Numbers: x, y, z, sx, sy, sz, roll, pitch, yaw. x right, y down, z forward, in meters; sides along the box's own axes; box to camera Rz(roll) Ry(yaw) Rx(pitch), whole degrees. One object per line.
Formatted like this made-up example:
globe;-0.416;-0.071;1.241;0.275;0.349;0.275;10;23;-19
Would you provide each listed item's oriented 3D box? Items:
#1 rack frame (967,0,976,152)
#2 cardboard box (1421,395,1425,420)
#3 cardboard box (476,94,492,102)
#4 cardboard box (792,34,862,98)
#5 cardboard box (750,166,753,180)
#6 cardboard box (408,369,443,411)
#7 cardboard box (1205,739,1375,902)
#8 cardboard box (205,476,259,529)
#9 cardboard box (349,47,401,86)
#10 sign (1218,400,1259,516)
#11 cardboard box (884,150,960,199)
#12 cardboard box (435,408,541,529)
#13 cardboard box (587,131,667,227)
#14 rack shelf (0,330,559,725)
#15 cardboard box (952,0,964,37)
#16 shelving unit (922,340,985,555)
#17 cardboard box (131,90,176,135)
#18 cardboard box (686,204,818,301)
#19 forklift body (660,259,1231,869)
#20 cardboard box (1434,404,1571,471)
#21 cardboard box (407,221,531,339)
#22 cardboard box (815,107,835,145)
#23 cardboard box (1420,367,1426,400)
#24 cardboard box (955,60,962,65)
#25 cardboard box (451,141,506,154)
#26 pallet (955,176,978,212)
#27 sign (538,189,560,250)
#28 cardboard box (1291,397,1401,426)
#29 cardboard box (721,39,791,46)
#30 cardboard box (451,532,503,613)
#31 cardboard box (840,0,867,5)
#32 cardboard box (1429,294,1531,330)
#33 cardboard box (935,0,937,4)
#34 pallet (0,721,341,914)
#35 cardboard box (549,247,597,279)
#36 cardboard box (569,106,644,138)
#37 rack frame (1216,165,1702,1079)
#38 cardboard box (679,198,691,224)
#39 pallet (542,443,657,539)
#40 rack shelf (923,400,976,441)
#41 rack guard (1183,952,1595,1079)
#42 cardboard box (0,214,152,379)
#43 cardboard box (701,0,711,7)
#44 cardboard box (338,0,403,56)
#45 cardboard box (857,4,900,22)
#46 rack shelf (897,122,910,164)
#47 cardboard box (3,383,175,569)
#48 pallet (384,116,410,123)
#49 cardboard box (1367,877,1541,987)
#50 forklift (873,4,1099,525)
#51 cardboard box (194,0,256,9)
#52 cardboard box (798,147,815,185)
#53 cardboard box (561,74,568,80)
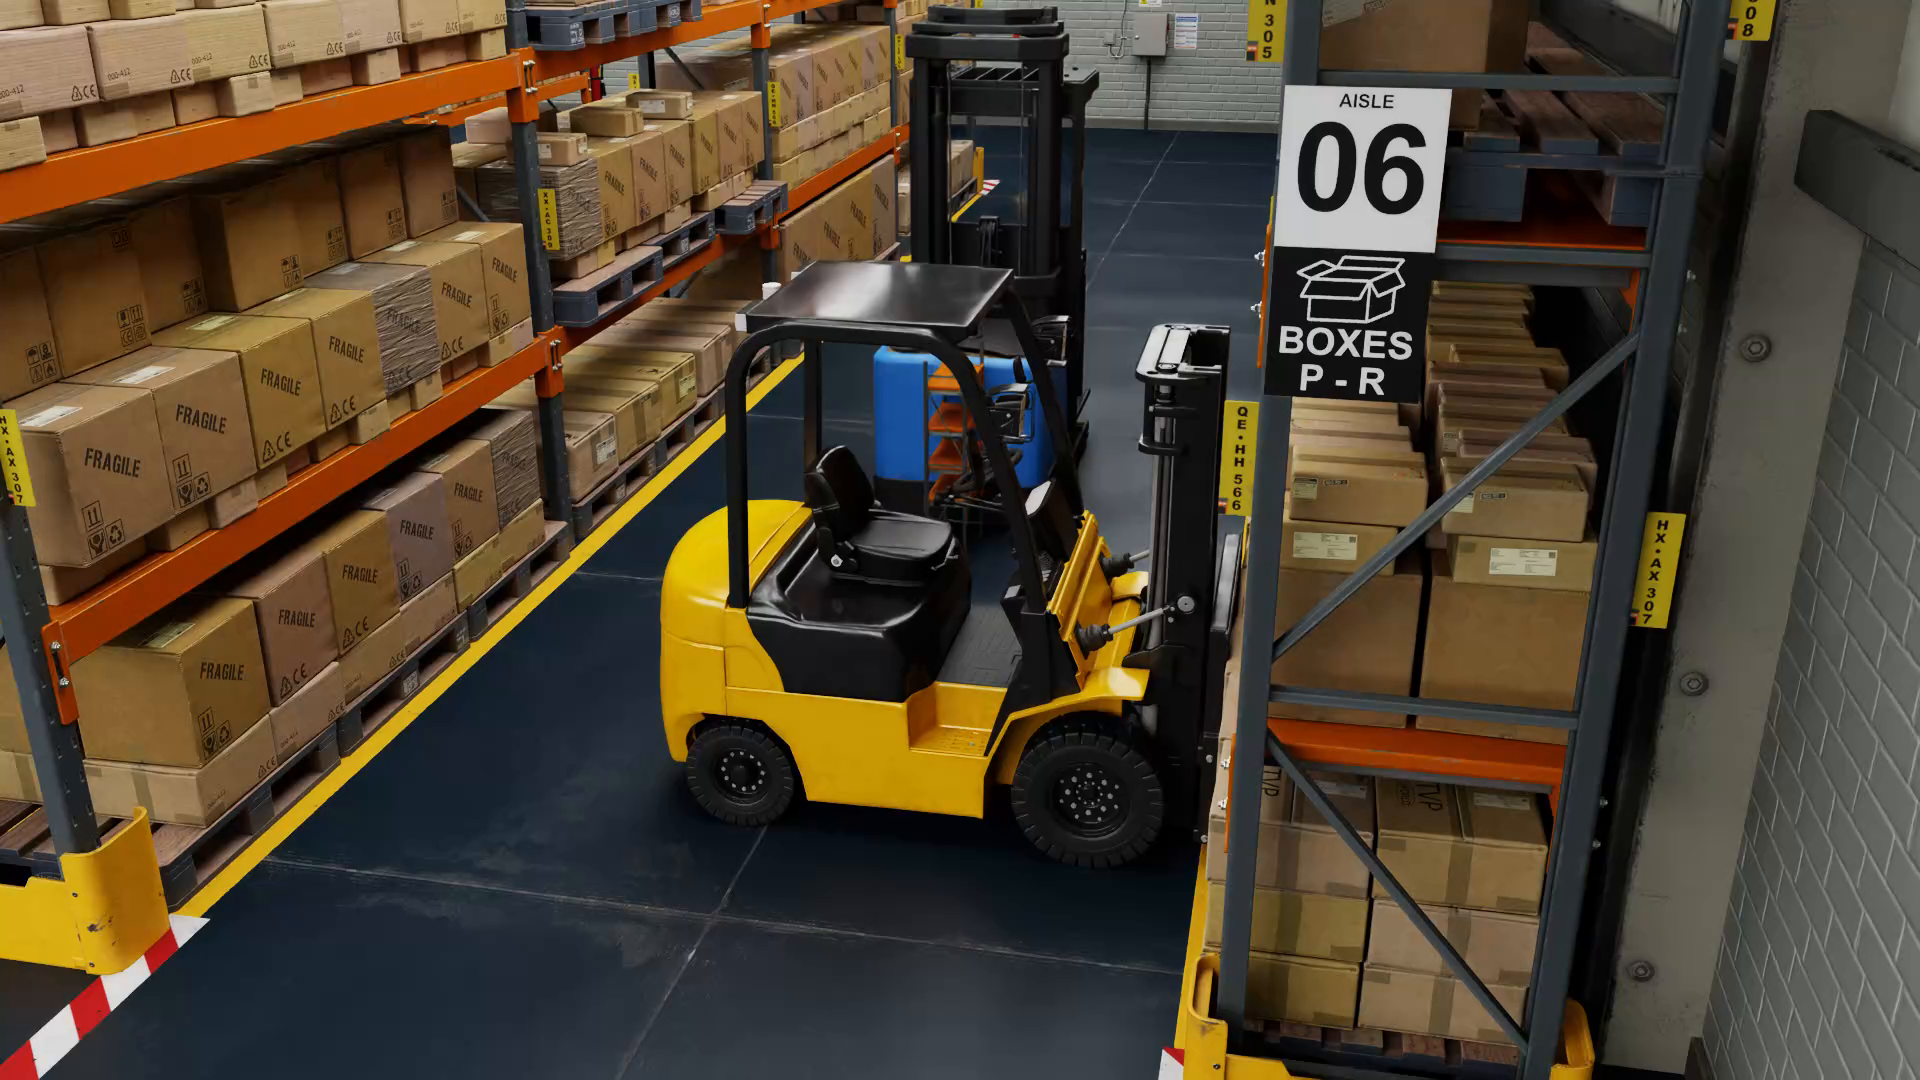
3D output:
rack frame;-0.307;-5.755;20.127;1.000;3.000;0.127;4;22;11
cardboard box;1.956;-0.293;6.432;0.500;0.500;0.500;5;22;12
cardboard box;-5.452;-4.982;18.545;0.380;0.149;0.250;5;22;12
cardboard box;-1.189;-4.246;14.908;0.500;0.500;0.500;5;23;13
cardboard box;-1.776;-2.769;12.489;0.380;0.149;0.250;5;23;13
cardboard box;-2.727;-0.737;8.004;0.380;0.149;0.250;4;22;10
cardboard box;1.077;0.899;5.387;0.500;0.250;0.500;5;23;13
cardboard box;-3.032;-0.169;6.593;0.380;0.149;0.250;5;22;12
cardboard box;-2.745;-2.127;7.441;0.380;0.149;0.250;5;22;12
sign;0.760;-0.220;4.517;0.100;0.325;0.005;4;22;11
cardboard box;-0.522;-4.177;19.077;0.875;0.438;0.875;5;22;12
cardboard box;-2.614;-0.396;8.937;0.500;0.500;0.500;4;22;10
cardboard box;-2.163;-2.258;10.350;0.500;0.500;0.500;4;22;11
rack shelf;-3.164;-0.301;7.549;1.077;0.370;4.000;4;22;11
cardboard box;-0.250;-5.877;18.959;0.500;0.500;0.500;5;22;11
shelving unit;-0.032;-0.499;9.486;0.258;1.200;0.503;4;22;11
cardboard box;-3.106;-1.564;6.043;0.380;0.149;0.250;4;22;11
cardboard box;-1.717;-2.284;13.793;0.875;0.875;0.875;4;22;10
forklift body;-0.111;0.035;6.888;2.313;2.155;1.214;4;22;11
cardboard box;1.692;-0.309;5.205;0.380;0.149;0.250;5;22;12
cardboard box;-2.603;-1.369;8.705;0.500;0.500;0.500;4;22;10
cardboard box;-1.374;-3.528;14.130;0.500;0.250;0.500;4;22;11
cardboard box;1.977;-0.636;6.414;0.380;0.149;0.250;4;22;9
cardboard box;-0.263;-5.422;19.168;0.500;0.500;0.500;4;22;10
cardboard box;-2.786;-2.113;9.991;0.500;0.500;0.500;5;22;11
pallet;-0.393;-4.163;19.907;1.003;0.211;1.213;4;22;11
sign;-2.223;-1.729;8.973;0.100;0.325;0.005;4;22;11
cardboard box;1.202;-0.349;5.304;0.380;0.149;0.250;5;22;12
cardboard box;-1.775;-4.102;14.551;0.500;0.500;0.500;4;22;10
cardboard box;-2.712;0.147;8.592;0.500;0.250;0.500;4;22;9
cardboard box;-1.151;-5.418;16.952;0.380;0.149;0.250;4;22;11
cardboard box;2.042;-0.869;6.595;0.380;0.149;0.250;4;22;10
cardboard box;-0.463;-5.854;18.033;0.380;0.149;0.250;5;23;13
pallet;-3.356;1.068;6.919;1.003;0.211;1.213;4;22;11
cardboard box;-2.333;-1.622;9.641;0.380;0.149;0.250;5;22;12
cardboard box;-2.192;-2.596;10.323;0.380;0.149;0.250;6;23;14
rack frame;1.288;0.474;4.662;1.000;3.000;0.127;4;22;11
cardboard box;-2.014;-2.197;11.067;0.380;0.149;0.250;4;22;9
pallet;-2.598;-0.357;10.458;1.003;0.211;1.213;4;22;11
rack shelf;-0.032;-0.644;9.428;0.258;0.148;0.480;4;22;11
rack guard;1.283;1.642;5.107;1.175;0.500;0.348;4;22;11
cardboard box;-3.571;-0.939;6.300;0.700;0.500;0.500;5;22;11
cardboard box;-2.142;-3.921;11.425;0.700;0.500;0.500;4;22;11
cardboard box;-2.802;-2.274;7.271;0.500;0.250;0.500;4;22;10
cardboard box;-0.805;-5.199;16.406;0.380;0.149;0.250;4;22;10
rack shelf;-0.715;-4.690;18.445;1.077;0.370;4.000;4;22;11
cardboard box;-3.204;-0.240;5.901;0.500;0.500;0.500;4;22;10
pallet;-6.288;-4.275;16.709;1.003;0.211;1.213;4;22;11
cardboard box;1.588;1.166;5.391;0.500;0.250;0.500;5;22;12
forklift;0.278;-1.957;10.790;1.130;2.935;3.031;4;22;11
cardboard box;-2.938;-2.116;6.346;0.380;0.149;0.250;5;22;12
cardboard box;-1.506;-3.108;13.757;0.500;0.250;0.500;4;22;9
cardboard box;-5.051;-5.750;20.451;0.380;0.149;0.250;4;22;11
